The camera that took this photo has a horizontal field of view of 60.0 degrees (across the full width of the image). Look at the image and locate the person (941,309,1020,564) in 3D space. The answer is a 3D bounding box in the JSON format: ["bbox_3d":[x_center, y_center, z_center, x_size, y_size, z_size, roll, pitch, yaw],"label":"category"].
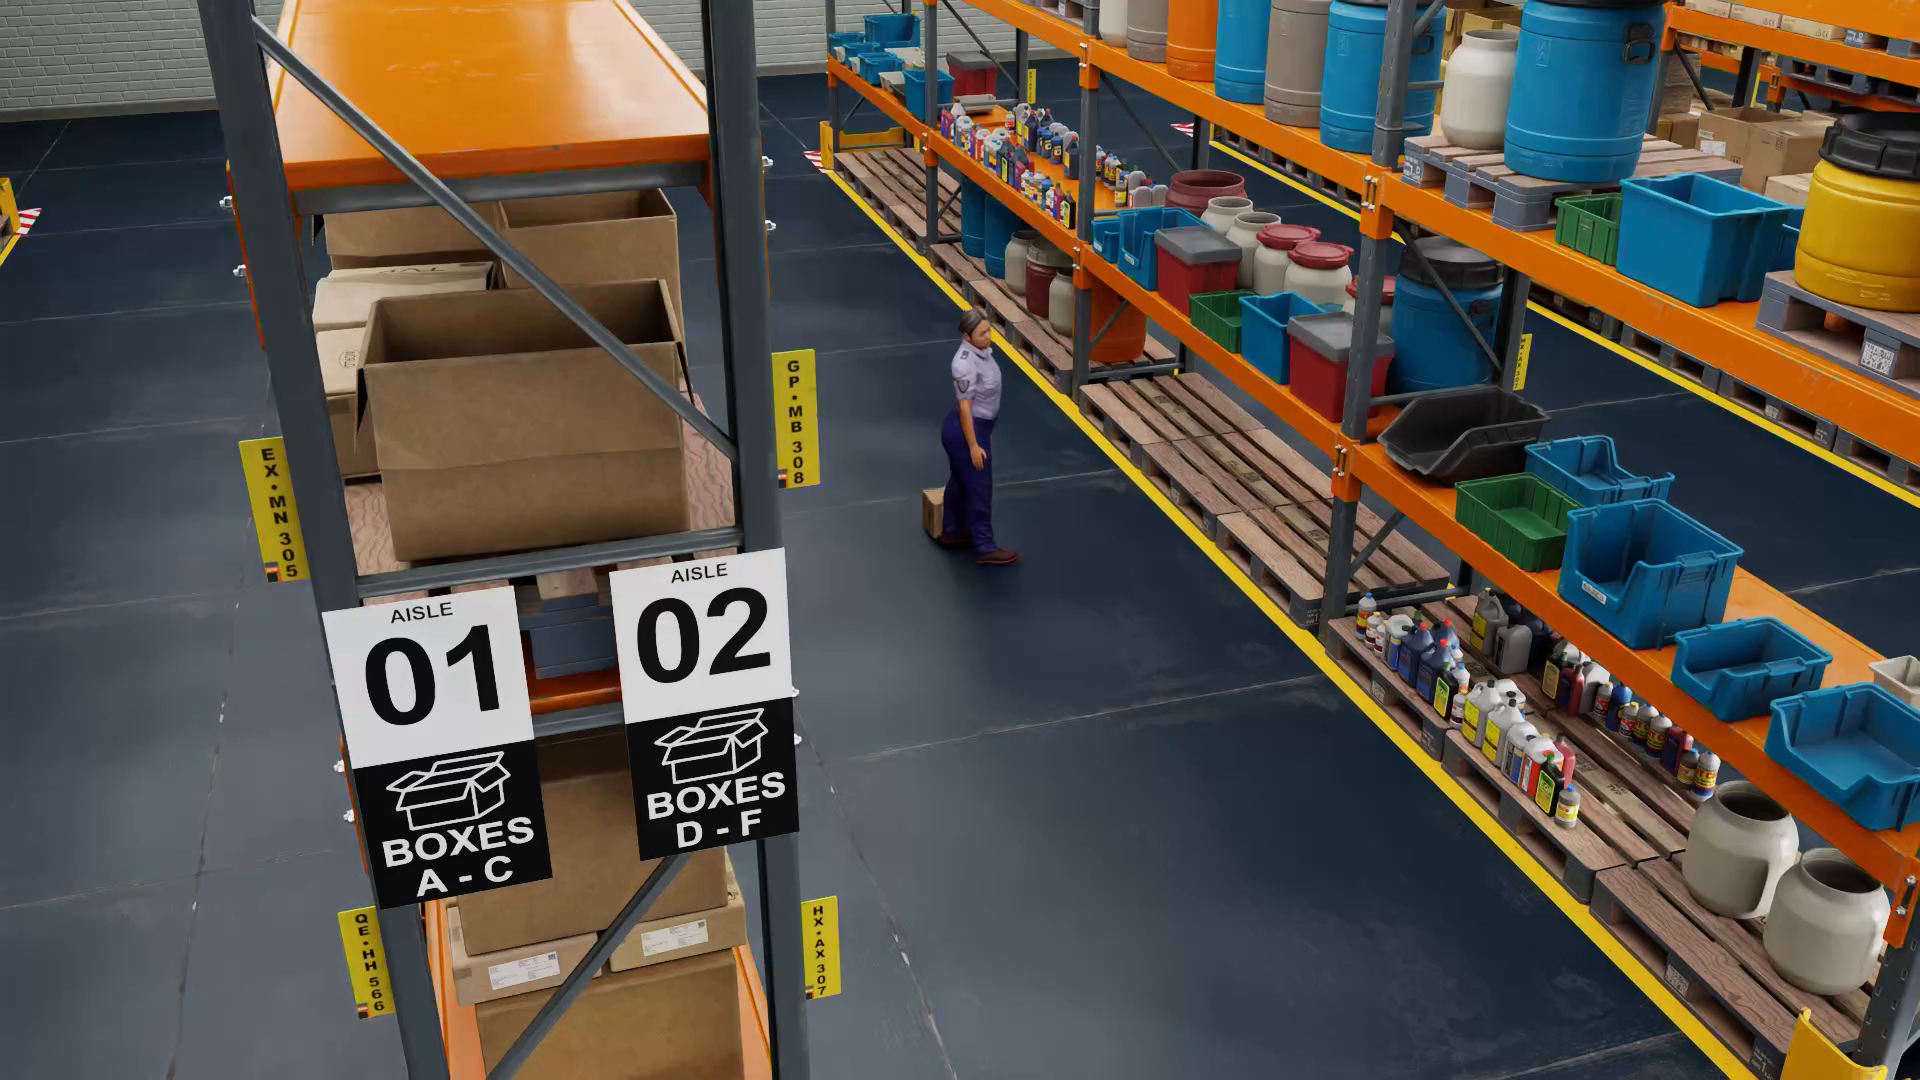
[{"bbox_3d":[0.129,-0.653,10.396,0.532,1.646,0.568,3,27,5],"label":"person"}]
